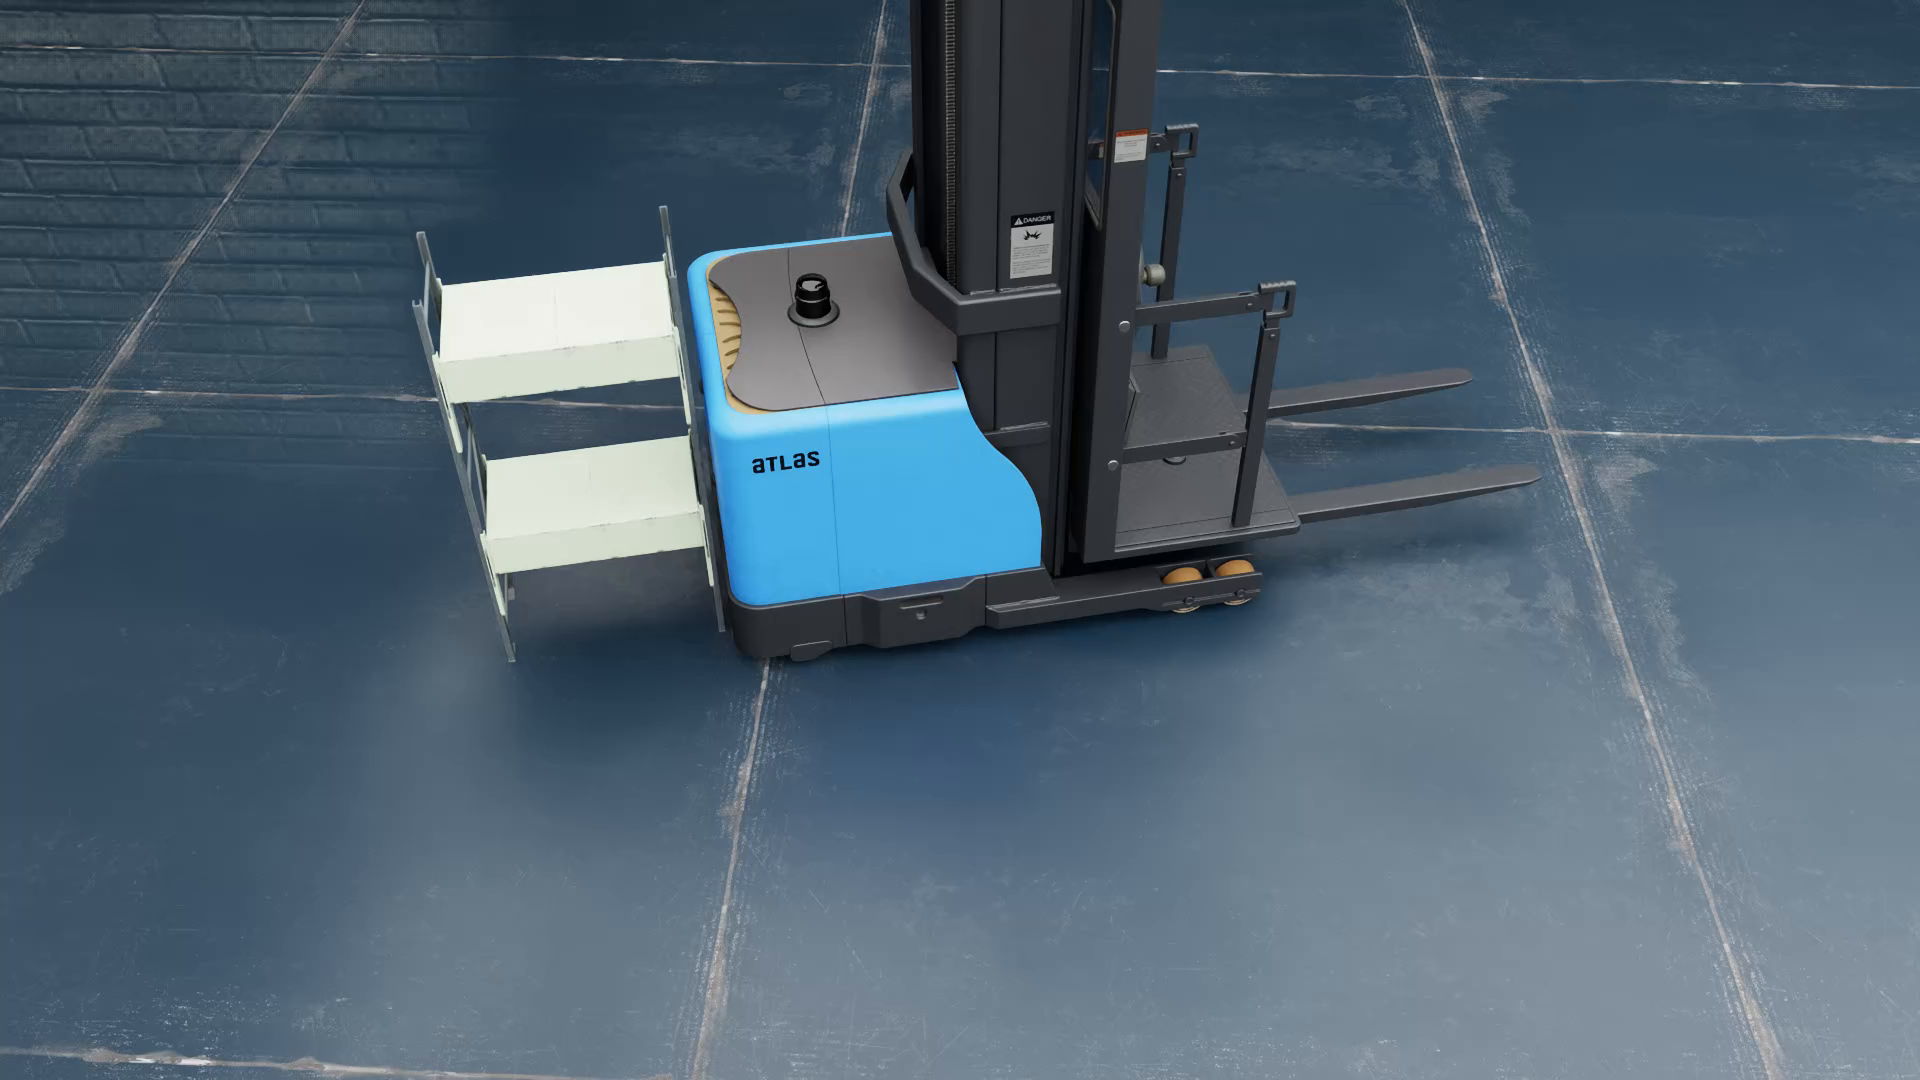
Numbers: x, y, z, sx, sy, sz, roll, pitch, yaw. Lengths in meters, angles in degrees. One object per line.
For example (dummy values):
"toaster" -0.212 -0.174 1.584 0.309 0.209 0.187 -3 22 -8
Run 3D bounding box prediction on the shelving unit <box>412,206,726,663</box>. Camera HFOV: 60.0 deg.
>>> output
"shelving unit" -1.241 -0.305 5.477 0.755 1.500 0.431 -8 44 -8

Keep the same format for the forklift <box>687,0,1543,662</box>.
"forklift" 0.616 -1.159 5.343 3.031 2.935 1.130 -8 44 -8

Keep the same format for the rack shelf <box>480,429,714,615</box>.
"rack shelf" -1.241 -0.066 5.699 0.720 0.370 0.431 -8 44 -8

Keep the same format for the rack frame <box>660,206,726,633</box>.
"rack frame" -0.882 -0.355 5.530 0.023 1.500 0.400 -8 44 -8

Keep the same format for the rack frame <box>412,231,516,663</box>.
"rack frame" -1.599 -0.255 5.423 0.023 1.500 0.400 -8 44 -8

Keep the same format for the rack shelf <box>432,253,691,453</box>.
"rack shelf" -1.241 -0.590 5.211 0.720 0.370 0.431 -8 44 -8
